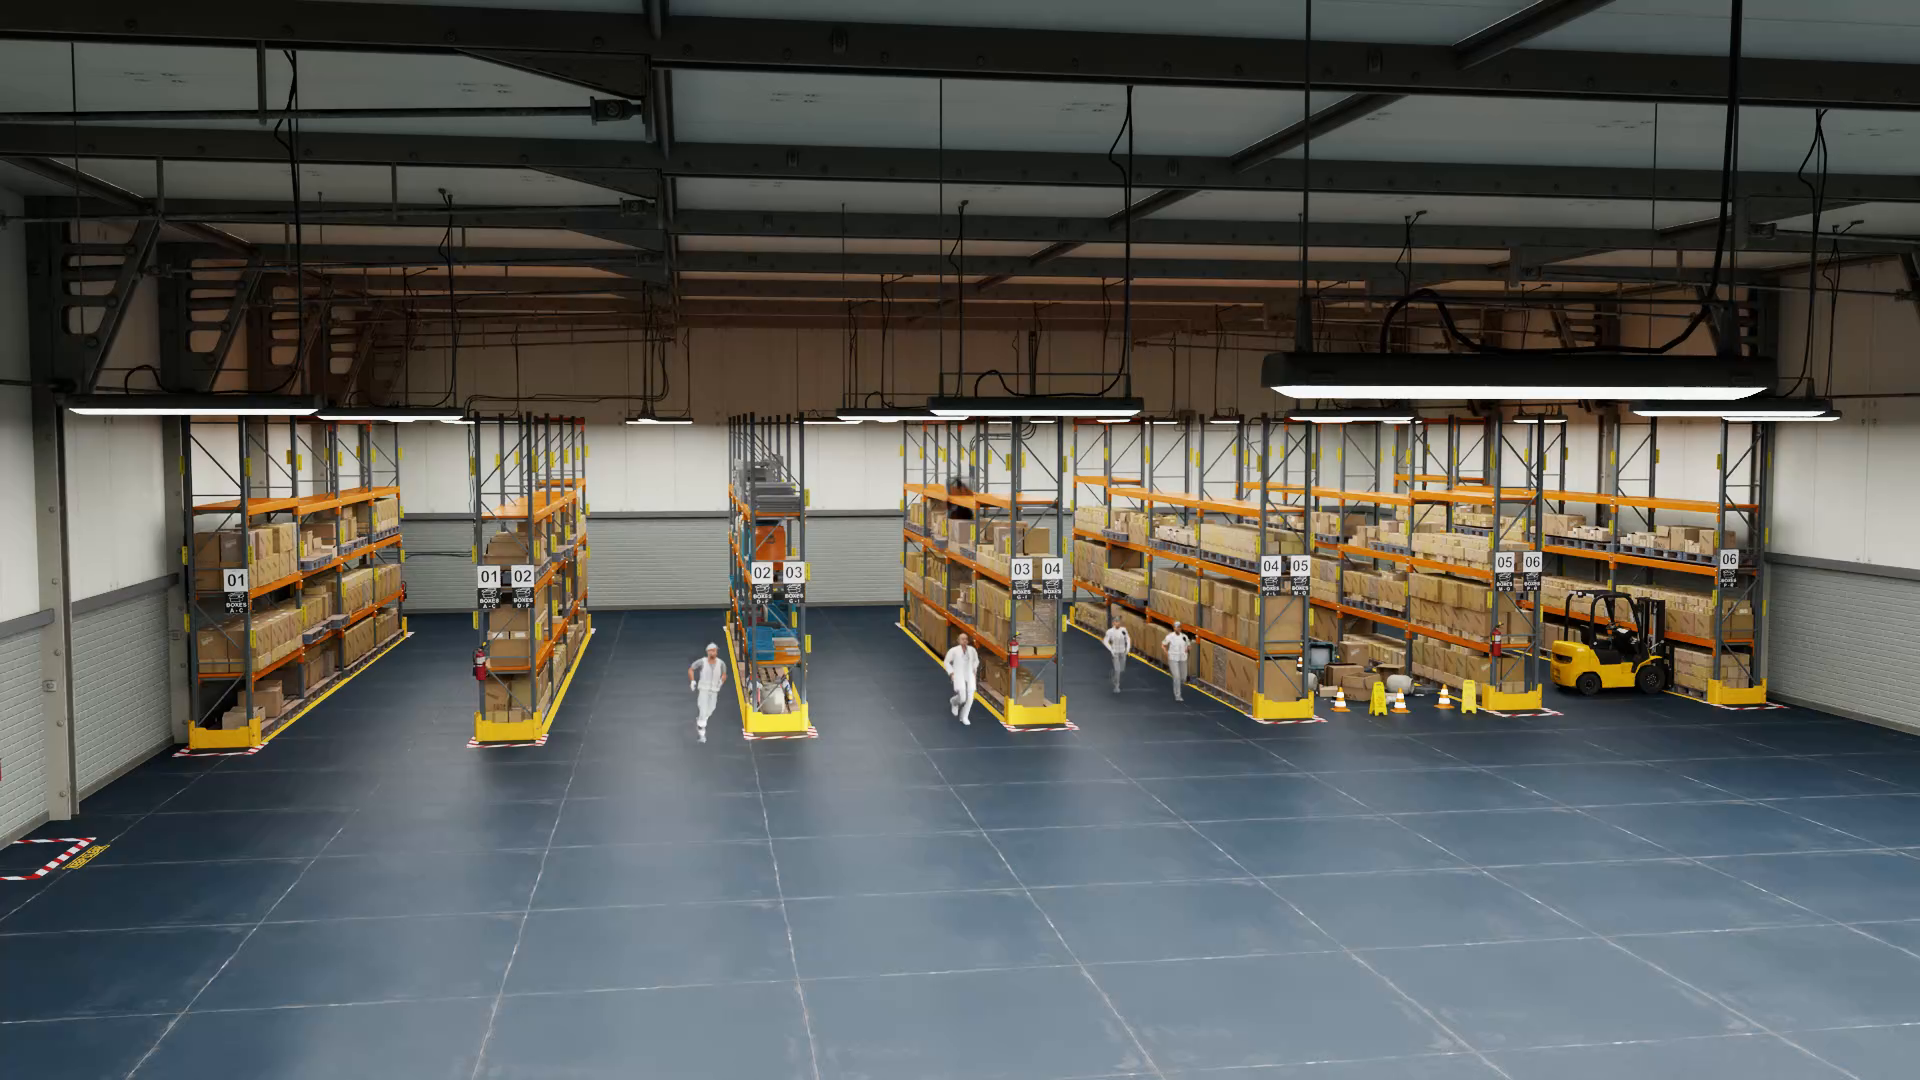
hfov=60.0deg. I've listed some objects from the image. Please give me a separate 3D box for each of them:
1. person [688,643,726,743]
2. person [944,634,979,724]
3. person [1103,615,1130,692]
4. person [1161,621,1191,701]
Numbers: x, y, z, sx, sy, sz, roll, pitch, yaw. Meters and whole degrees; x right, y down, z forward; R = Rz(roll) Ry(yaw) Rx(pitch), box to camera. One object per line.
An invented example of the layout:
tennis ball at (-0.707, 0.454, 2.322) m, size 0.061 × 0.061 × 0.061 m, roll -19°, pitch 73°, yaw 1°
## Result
person at (-4.634, 2.781, 30.602) m, size 0.706 × 1.771 × 0.860 m, roll -2°, pitch 4°, yaw -25°
person at (0.057, 2.718, 32.194) m, size 0.709 × 1.655 × 0.640 m, roll -1°, pitch 4°, yaw -21°
person at (3.405, 2.447, 36.113) m, size 0.626 × 1.681 × 0.578 m, roll -1°, pitch 4°, yaw -14°
person at (4.561, 2.526, 34.972) m, size 0.620 × 1.634 × 0.823 m, roll -1°, pitch 4°, yaw -13°
